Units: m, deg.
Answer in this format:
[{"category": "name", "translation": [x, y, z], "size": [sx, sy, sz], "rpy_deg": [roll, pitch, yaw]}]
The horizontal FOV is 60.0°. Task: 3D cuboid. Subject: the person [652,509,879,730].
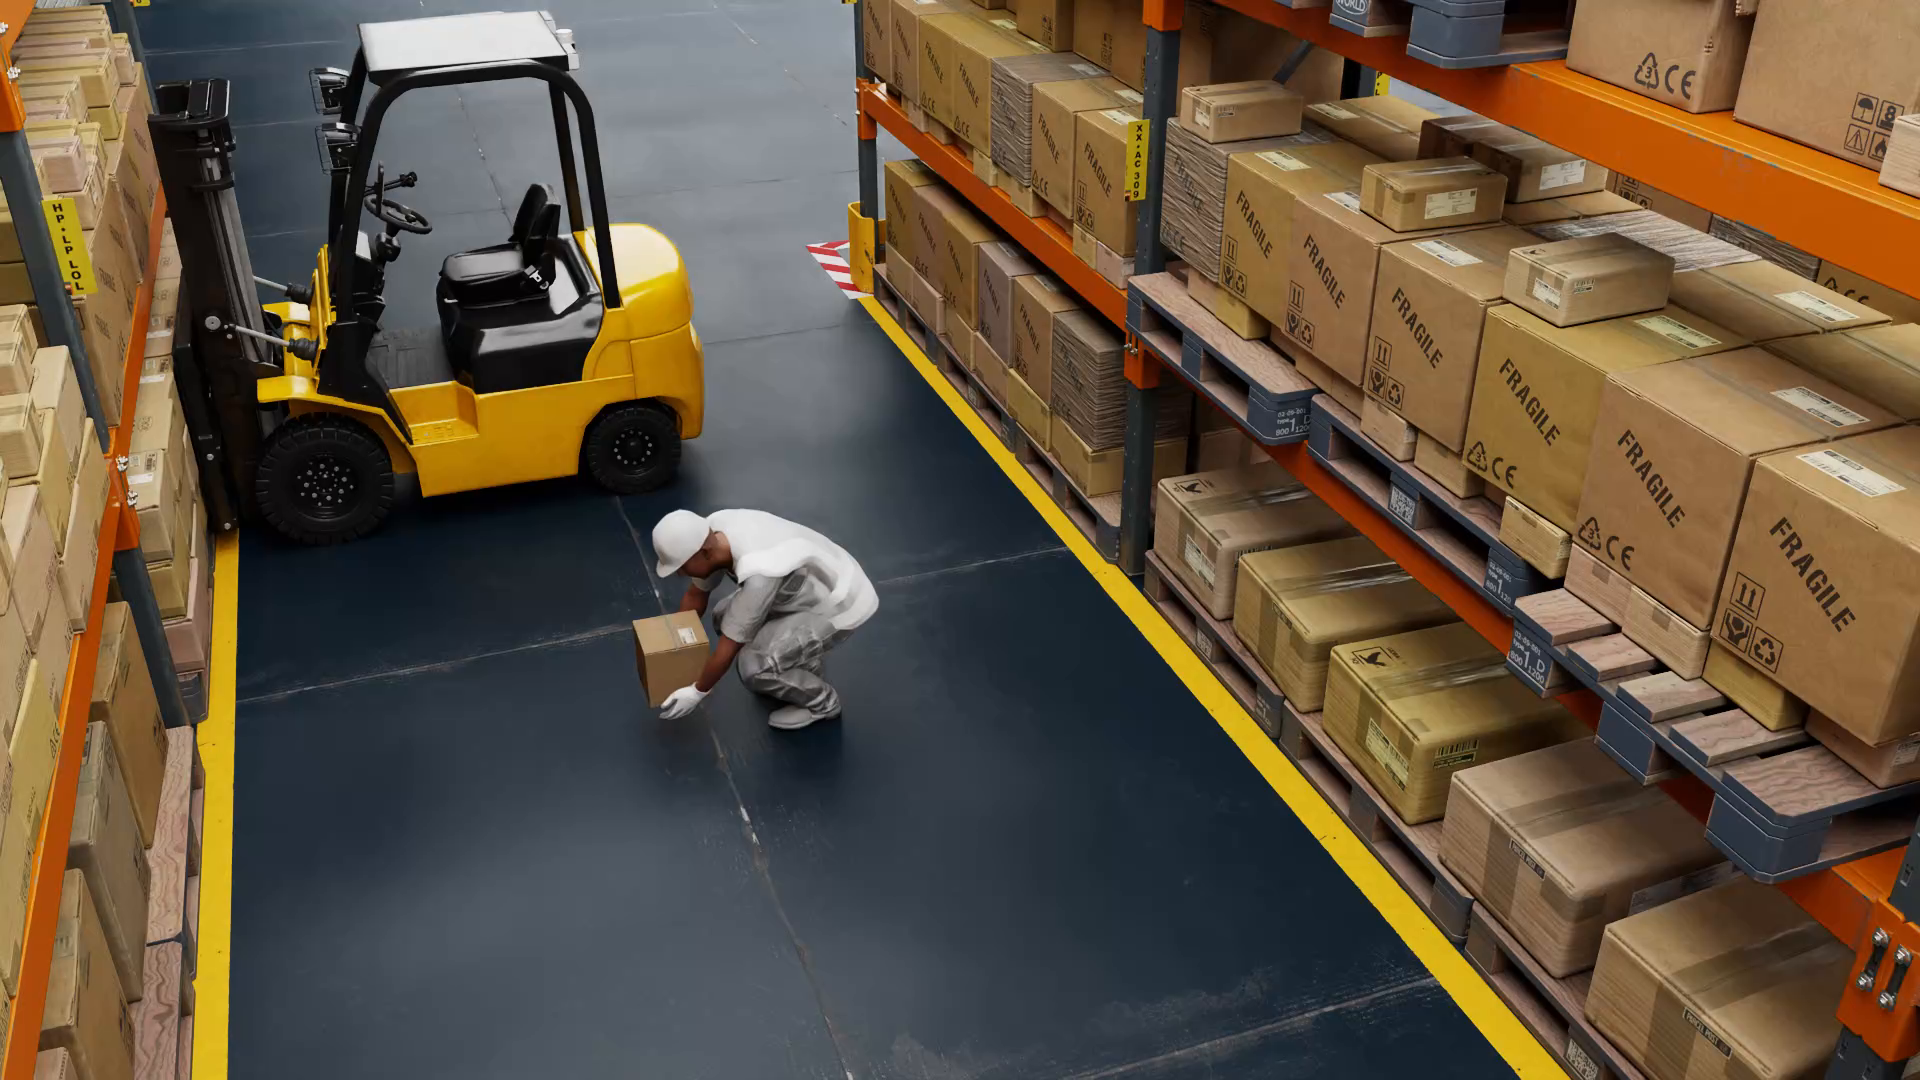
[{"category": "person", "translation": [-0.772, 0.264, 6.450], "size": [0.914, 0.993, 0.577], "rpy_deg": [-10, 31, -18]}]
